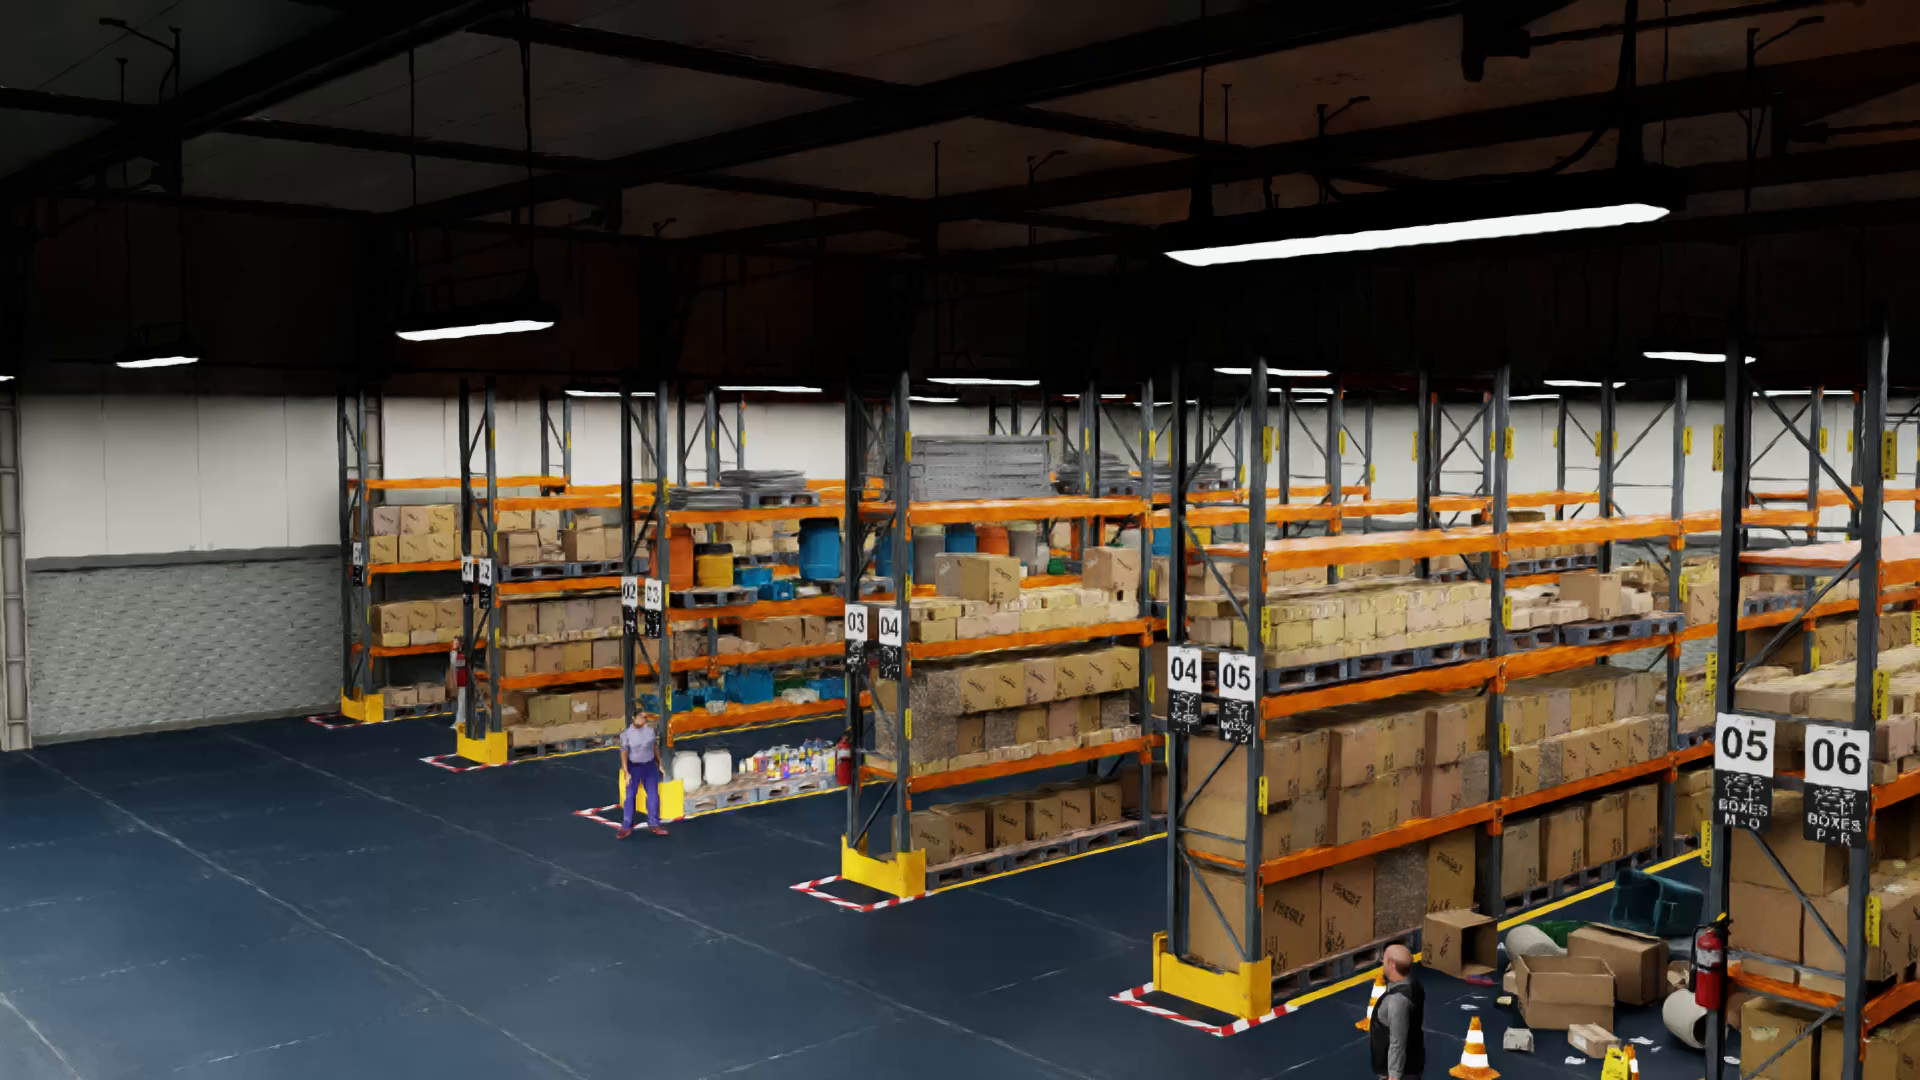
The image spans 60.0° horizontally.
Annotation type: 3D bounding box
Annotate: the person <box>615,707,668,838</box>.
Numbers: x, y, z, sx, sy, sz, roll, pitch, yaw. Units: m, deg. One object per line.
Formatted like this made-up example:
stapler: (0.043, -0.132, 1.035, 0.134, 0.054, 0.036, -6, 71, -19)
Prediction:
person: (-4.073, 2.940, 21.150, 0.653, 1.650, 0.386, -2, 4, -31)

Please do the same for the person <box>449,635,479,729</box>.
person: (-8.686, 2.456, 28.981, 0.479, 1.622, 0.948, 2, 4, 25)

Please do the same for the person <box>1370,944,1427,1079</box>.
person: (3.013, 3.586, 11.177, 0.536, 1.706, 0.629, 2, 4, 22)
